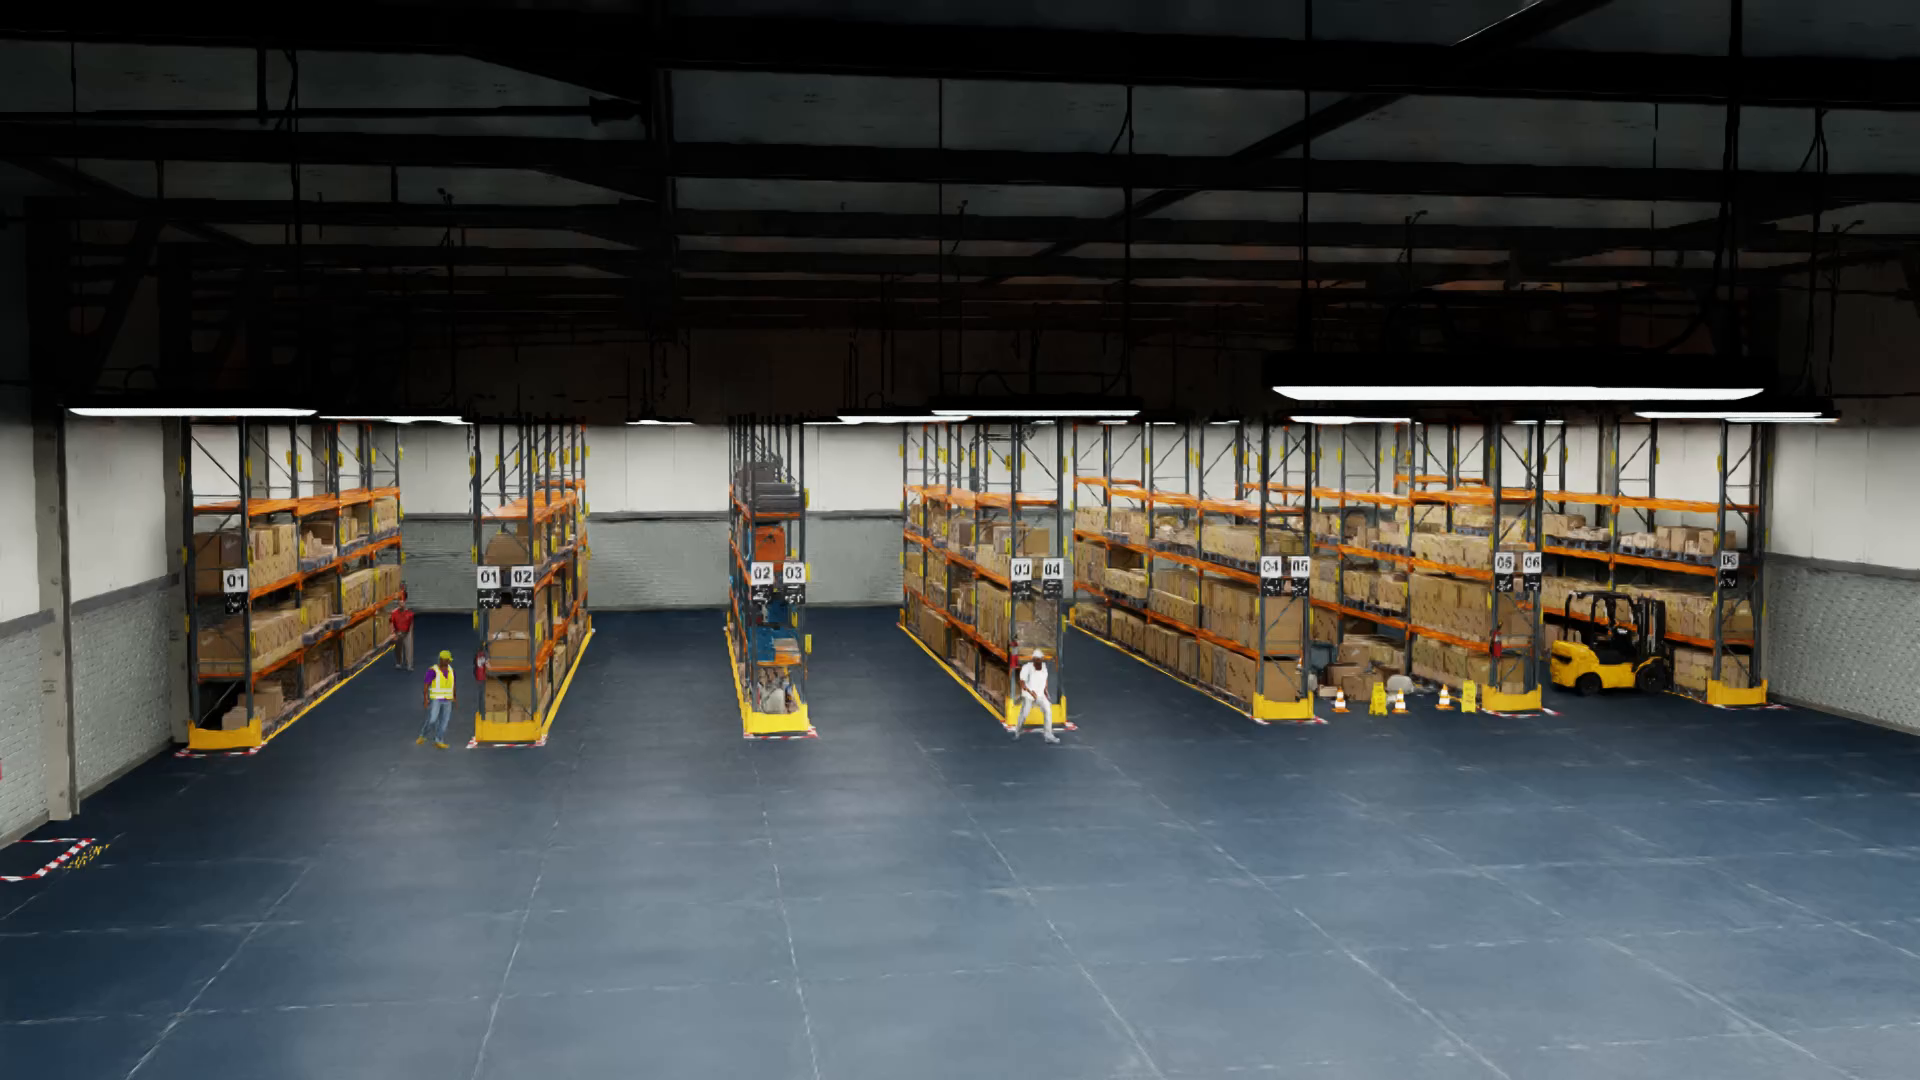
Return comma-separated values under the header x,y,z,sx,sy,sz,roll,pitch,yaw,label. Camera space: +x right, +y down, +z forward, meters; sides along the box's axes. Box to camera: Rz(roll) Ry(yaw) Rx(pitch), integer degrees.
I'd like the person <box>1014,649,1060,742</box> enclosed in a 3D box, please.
x,y,z,sx,sy,sz,roll,pitch,yaw,label
1.344,2.812,30.236,0.708,1.703,0.836,-2,4,-25,person

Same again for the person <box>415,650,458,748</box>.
x,y,z,sx,sy,sz,roll,pitch,yaw,label
-9.342,2.834,29.685,0.538,1.750,0.733,4,5,43,person

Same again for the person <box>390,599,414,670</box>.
x,y,z,sx,sy,sz,roll,pitch,yaw,label
-13.119,2.220,39.091,0.536,1.659,1.036,-1,4,-17,person
